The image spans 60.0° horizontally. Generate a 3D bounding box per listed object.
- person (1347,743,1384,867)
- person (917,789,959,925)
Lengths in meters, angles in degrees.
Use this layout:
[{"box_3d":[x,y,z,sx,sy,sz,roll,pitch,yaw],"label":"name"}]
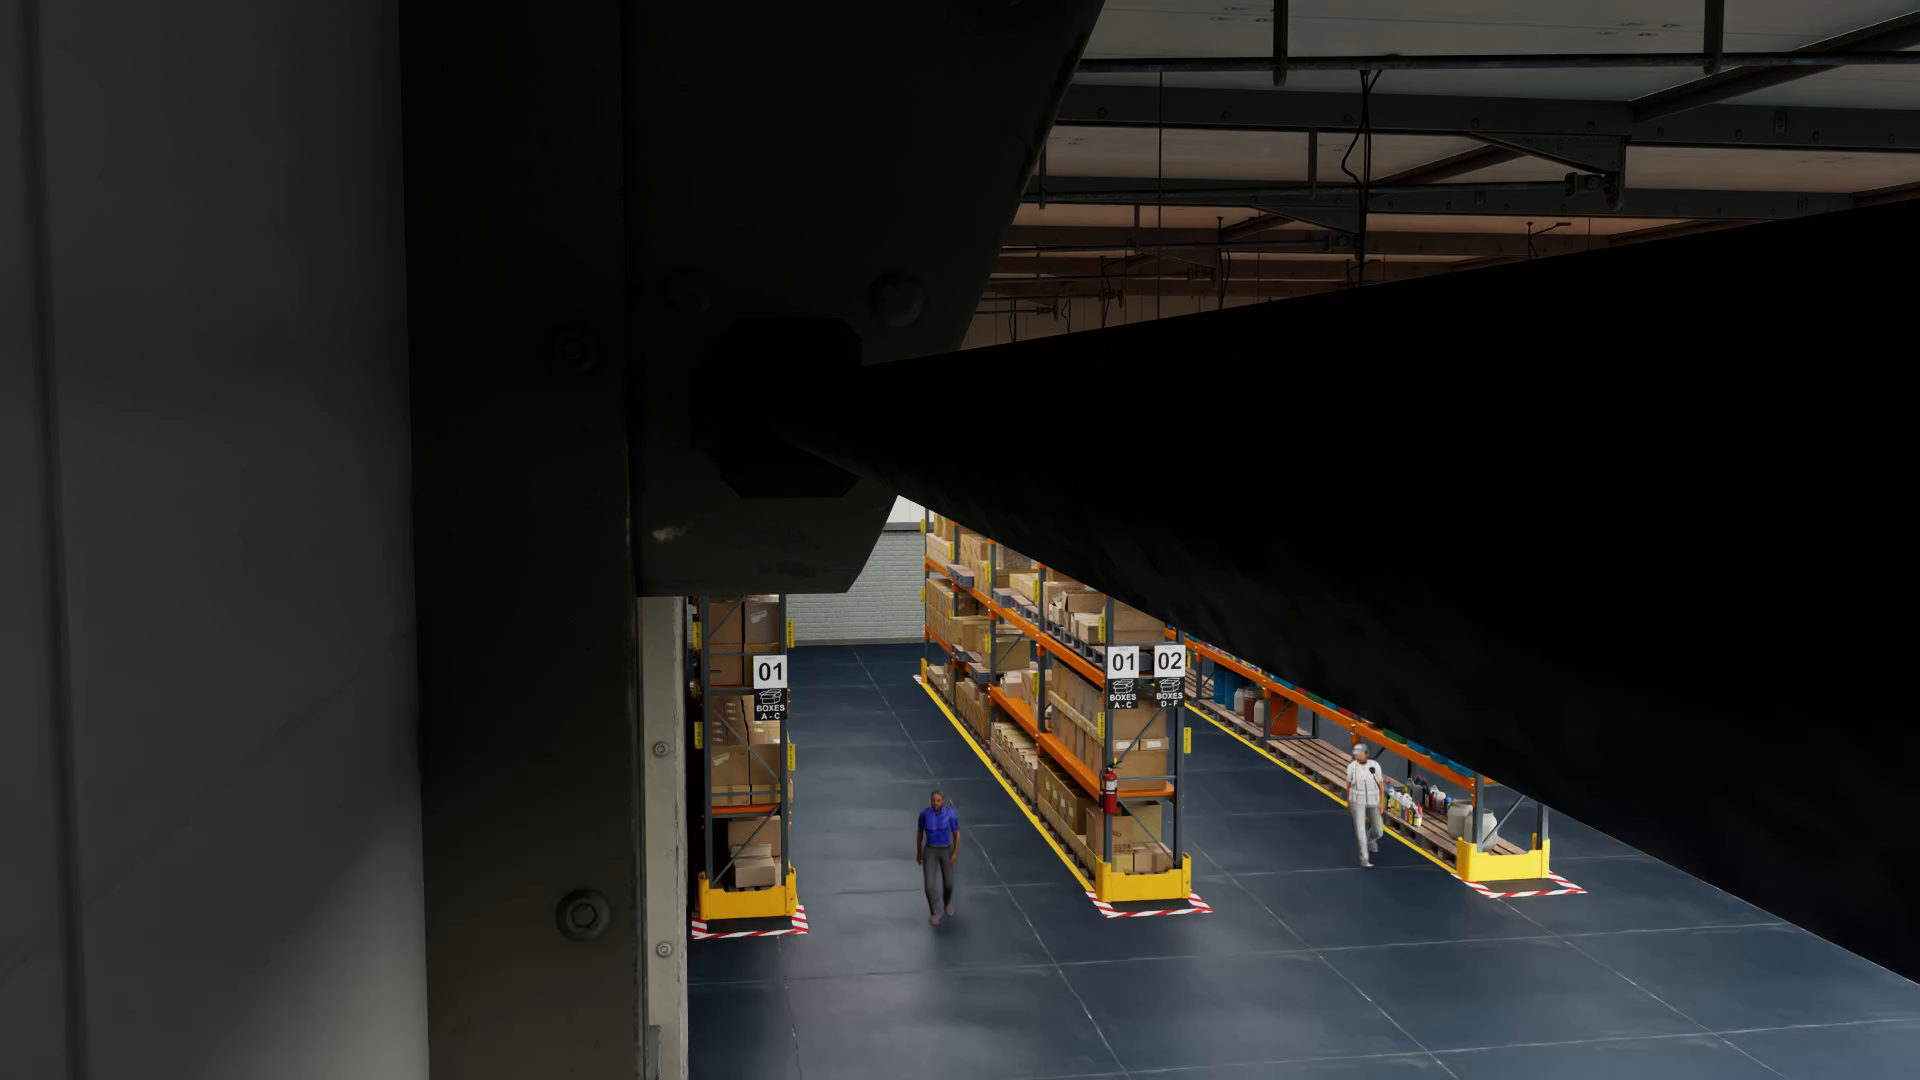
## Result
[{"box_3d":[5.484,3.545,22.472,0.487,1.607,0.872,0,5,5],"label":"person"},{"box_3d":[-0.259,3.777,20.029,0.520,1.666,0.563,0,5,4],"label":"person"}]
